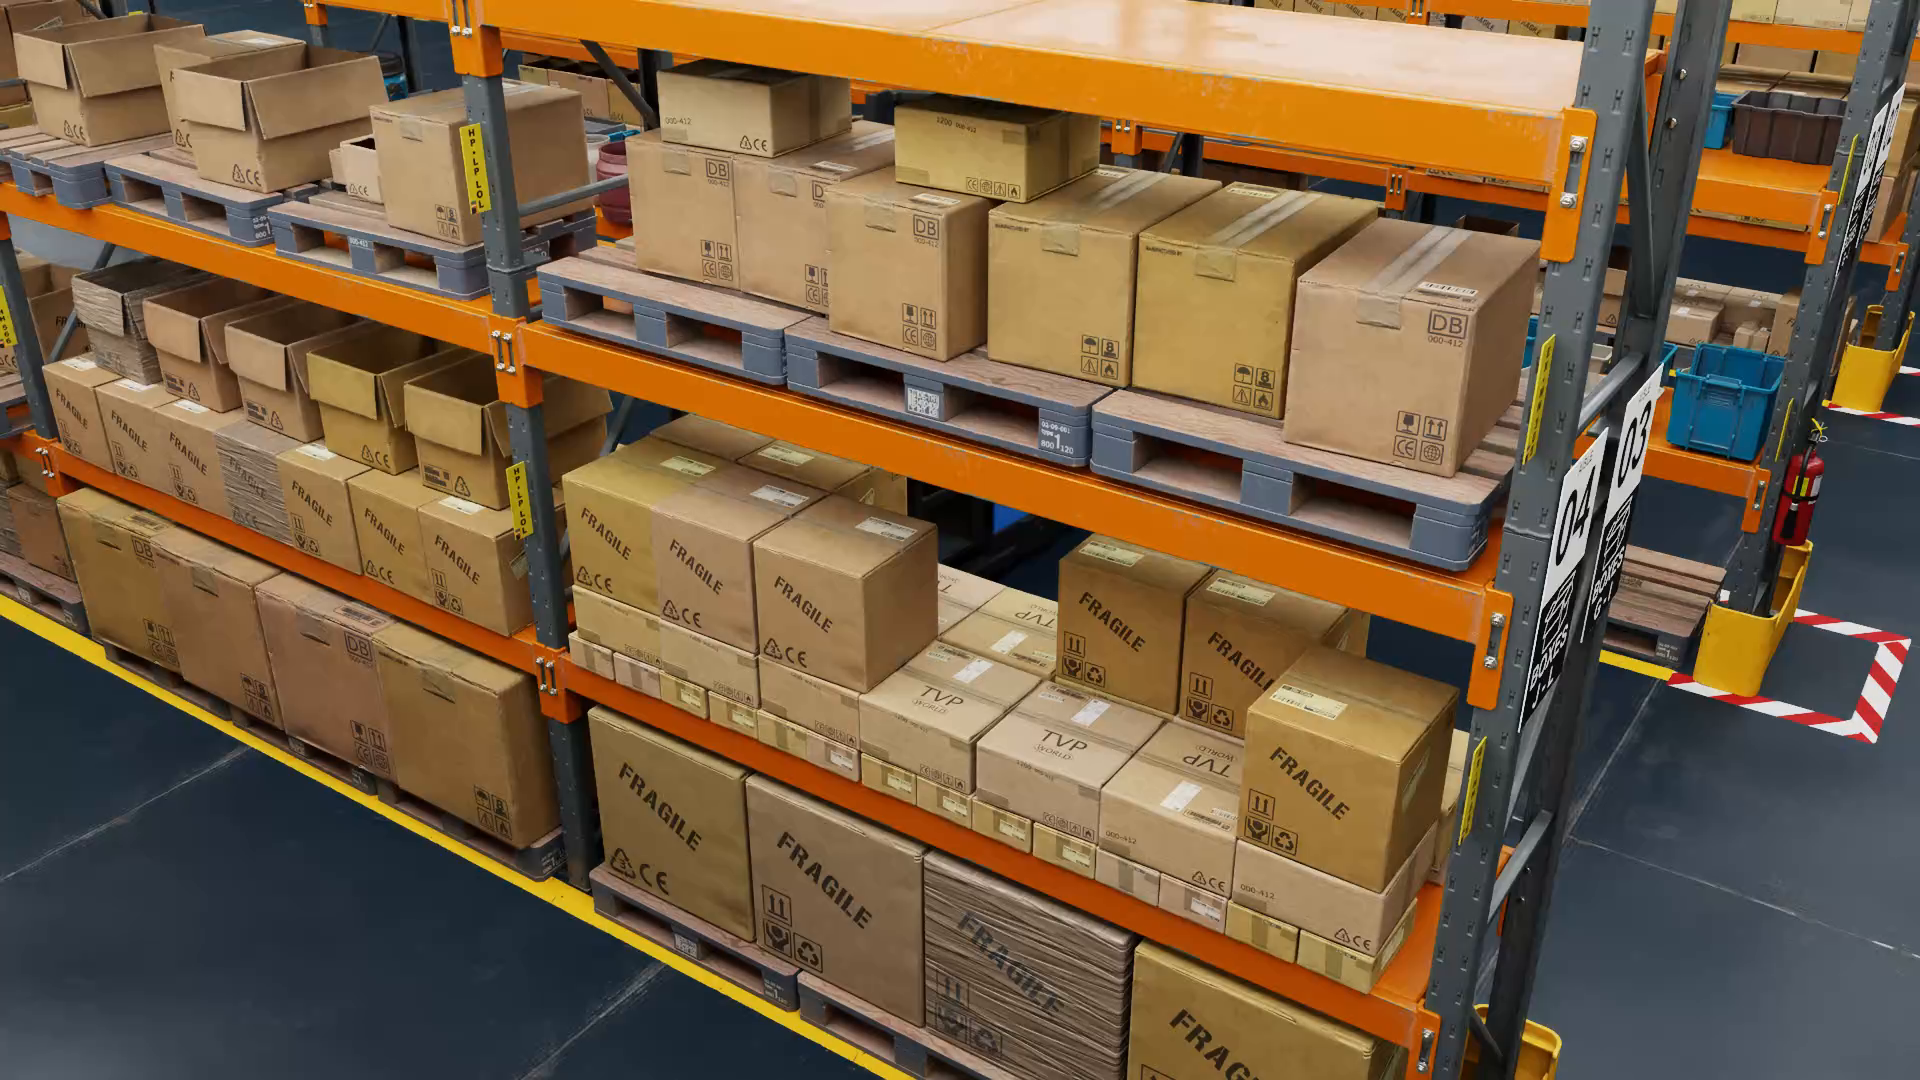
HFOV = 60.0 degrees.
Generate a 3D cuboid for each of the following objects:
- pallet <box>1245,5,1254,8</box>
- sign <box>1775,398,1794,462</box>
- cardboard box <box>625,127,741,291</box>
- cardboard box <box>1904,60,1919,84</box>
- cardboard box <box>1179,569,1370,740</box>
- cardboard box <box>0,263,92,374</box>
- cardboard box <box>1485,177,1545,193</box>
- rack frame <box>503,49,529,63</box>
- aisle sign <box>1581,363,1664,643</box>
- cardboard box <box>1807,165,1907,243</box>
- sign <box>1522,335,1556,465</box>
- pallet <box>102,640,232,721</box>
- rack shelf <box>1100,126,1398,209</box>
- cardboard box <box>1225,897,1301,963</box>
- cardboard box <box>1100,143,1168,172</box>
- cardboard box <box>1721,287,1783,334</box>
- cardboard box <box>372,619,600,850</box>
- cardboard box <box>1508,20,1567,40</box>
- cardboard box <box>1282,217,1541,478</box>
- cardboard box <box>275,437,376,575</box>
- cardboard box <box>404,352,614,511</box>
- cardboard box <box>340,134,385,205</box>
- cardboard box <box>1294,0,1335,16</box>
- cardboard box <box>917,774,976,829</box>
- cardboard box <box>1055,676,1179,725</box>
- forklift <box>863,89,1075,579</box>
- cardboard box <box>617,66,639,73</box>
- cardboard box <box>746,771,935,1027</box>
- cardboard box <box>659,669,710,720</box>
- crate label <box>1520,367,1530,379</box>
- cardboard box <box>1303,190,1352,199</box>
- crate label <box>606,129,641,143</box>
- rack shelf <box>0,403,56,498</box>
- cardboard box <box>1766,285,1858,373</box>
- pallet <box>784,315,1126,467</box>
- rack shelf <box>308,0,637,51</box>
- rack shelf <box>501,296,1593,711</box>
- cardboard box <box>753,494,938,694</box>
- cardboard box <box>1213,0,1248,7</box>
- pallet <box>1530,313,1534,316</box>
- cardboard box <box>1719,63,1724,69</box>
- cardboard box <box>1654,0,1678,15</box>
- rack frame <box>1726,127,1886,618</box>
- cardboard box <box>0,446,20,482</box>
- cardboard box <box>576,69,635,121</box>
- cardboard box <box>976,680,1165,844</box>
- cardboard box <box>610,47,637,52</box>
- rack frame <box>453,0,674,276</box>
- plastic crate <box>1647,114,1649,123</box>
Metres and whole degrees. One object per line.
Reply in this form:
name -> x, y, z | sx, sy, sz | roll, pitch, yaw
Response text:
pallet -> 2.959, -6.525, 20.750 | 1.003, 0.211, 1.213 | 17, 32, 30
sign -> 4.294, -0.572, 8.662 | 0.005, 0.325, 0.100 | 17, 32, 30
cardboard box -> -0.830, -1.320, 6.319 | 0.500, 0.500, 0.700 | 15, 31, 27
cardboard box -> 9.775, -4.674, 16.571 | 0.700, 0.700, 0.980 | 19, 33, 33
cardboard box -> 1.133, 0.390, 5.962 | 0.500, 0.500, 0.500 | 16, 31, 29
cardboard box -> -5.274, -1.268, 9.634 | 0.500, 0.500, 0.500 | 13, 30, 24
cardboard box -> 4.792, -3.269, 14.030 | 0.500, 0.500, 0.500 | 18, 32, 31
rack frame -> -5.789, -6.669, 20.821 | 0.127, 3.000, 1.000 | 17, 32, 30
aisle sign -> 2.017, -0.110, 5.067 | 0.004, 0.787, 0.394 | 17, 32, 30
cardboard box -> 6.876, -2.618, 12.751 | 0.500, 0.500, 0.500 | 18, 32, 32
sign -> 1.469, -0.355, 4.218 | 0.005, 0.325, 0.100 | 17, 32, 30
pallet -> -4.199, 0.561, 9.688 | 1.213, 0.211, 1.003 | 17, 32, 30
rack shelf -> 2.454, -3.781, 15.939 | 4.000, 0.370, 1.077 | 17, 32, 30
cardboard box -> 1.093, 1.220, 5.597 | 0.250, 0.149, 0.380 | 18, 32, 31
cardboard box -> 1.758, -3.866, 16.757 | 0.500, 0.250, 0.500 | 19, 32, 32
cardboard box -> 6.700, -1.905, 14.007 | 0.500, 0.250, 0.500 | 17, 32, 30
cardboard box -> -2.048, 0.718, 8.186 | 0.875, 0.875, 1.225 | 17, 32, 30
cardboard box -> 6.381, -5.651, 18.360 | 0.500, 0.500, 0.500 | 17, 31, 30
cardboard box -> 1.329, -0.584, 4.874 | 0.500, 0.500, 0.700 | 15, 31, 27
cardboard box -> -2.888, -0.209, 8.017 | 0.500, 0.500, 0.500 | 17, 31, 30
cardboard box -> -2.040, -0.538, 7.557 | 0.637, 0.503, 0.797 | 16, 31, 29
cardboard box -> -2.363, -1.685, 7.355 | 0.500, 0.311, 0.500 | 16, 31, 29
cardboard box -> 4.289, -6.295, 19.627 | 0.500, 0.500, 0.500 | 18, 32, 32
cardboard box -> 0.048, 0.893, 6.239 | 0.250, 0.149, 0.380 | 18, 32, 31
cardboard box -> 0.701, 0.591, 6.393 | 0.500, 0.250, 0.500 | 16, 31, 29
forklift -> -0.468, -1.056, 9.868 | 1.130, 2.935, 3.031 | 20, 33, 34
cardboard box -> -3.934, -5.558, 20.381 | 0.500, 0.500, 0.500 | 17, 32, 30
cardboard box -> -0.269, 1.305, 7.031 | 0.875, 0.875, 0.875 | 17, 32, 30
cardboard box -> -1.020, 0.562, 6.889 | 0.250, 0.149, 0.380 | 18, 32, 32
crate label -> 3.343, -0.903, 9.715 | 0.243, 0.136, 0.396 | 17, 32, 30
cardboard box -> 3.396, -3.018, 15.918 | 0.500, 0.500, 0.500 | 18, 32, 31
crate label -> -2.668, -3.136, 13.840 | 0.616, 0.435, 0.502 | 17, 32, 30
rack shelf -> -6.455, -1.105, 10.681 | 4.000, 0.370, 1.077 | 17, 32, 30
cardboard box -> 6.812, -1.690, 13.309 | 0.500, 0.500, 0.500 | 17, 32, 30
pallet -> 0.161, -0.655, 5.794 | 1.213, 0.211, 1.003 | 17, 32, 30
rack shelf -> -3.651, -4.294, 13.640 | 4.000, 0.370, 1.077 | 17, 32, 30
rack shelf -> 0.139, -0.388, 5.964 | 4.000, 0.370, 1.077 | 17, 32, 30
cardboard box -> -0.426, 0.195, 6.344 | 0.500, 0.500, 0.500 | 16, 31, 29
cardboard box -> 3.214, -6.825, 20.533 | 0.500, 0.500, 0.700 | 13, 30, 24
pallet -> 4.668, -2.168, 15.052 | 1.213, 0.211, 1.003 | 17, 32, 30
cardboard box -> 5.919, -3.655, 13.686 | 0.500, 0.500, 0.500 | 17, 32, 30
cardboard box -> 5.598, -4.254, 12.934 | 0.500, 0.250, 0.500 | 17, 32, 30
rack frame -> 4.592, -0.709, 9.111 | 0.127, 3.000, 1.000 | 17, 32, 30
cardboard box -> -5.819, -0.622, 10.382 | 0.500, 0.250, 0.500 | 22, 34, 36
cardboard box -> -4.238, -5.358, 19.987 | 0.500, 0.500, 0.500 | 17, 32, 30
cardboard box -> 0.401, 0.790, 6.001 | 0.500, 0.250, 0.500 | 16, 31, 29
cardboard box -> -3.711, -6.061, 19.517 | 0.500, 0.500, 0.700 | 18, 32, 31
rack frame -> -1.509, -2.559, 6.130 | 0.127, 3.000, 1.000 | 17, 32, 30
plastic crate -> 3.617, -2.098, 8.767 | 0.336, 0.188, 0.450 | 17, 32, 30
